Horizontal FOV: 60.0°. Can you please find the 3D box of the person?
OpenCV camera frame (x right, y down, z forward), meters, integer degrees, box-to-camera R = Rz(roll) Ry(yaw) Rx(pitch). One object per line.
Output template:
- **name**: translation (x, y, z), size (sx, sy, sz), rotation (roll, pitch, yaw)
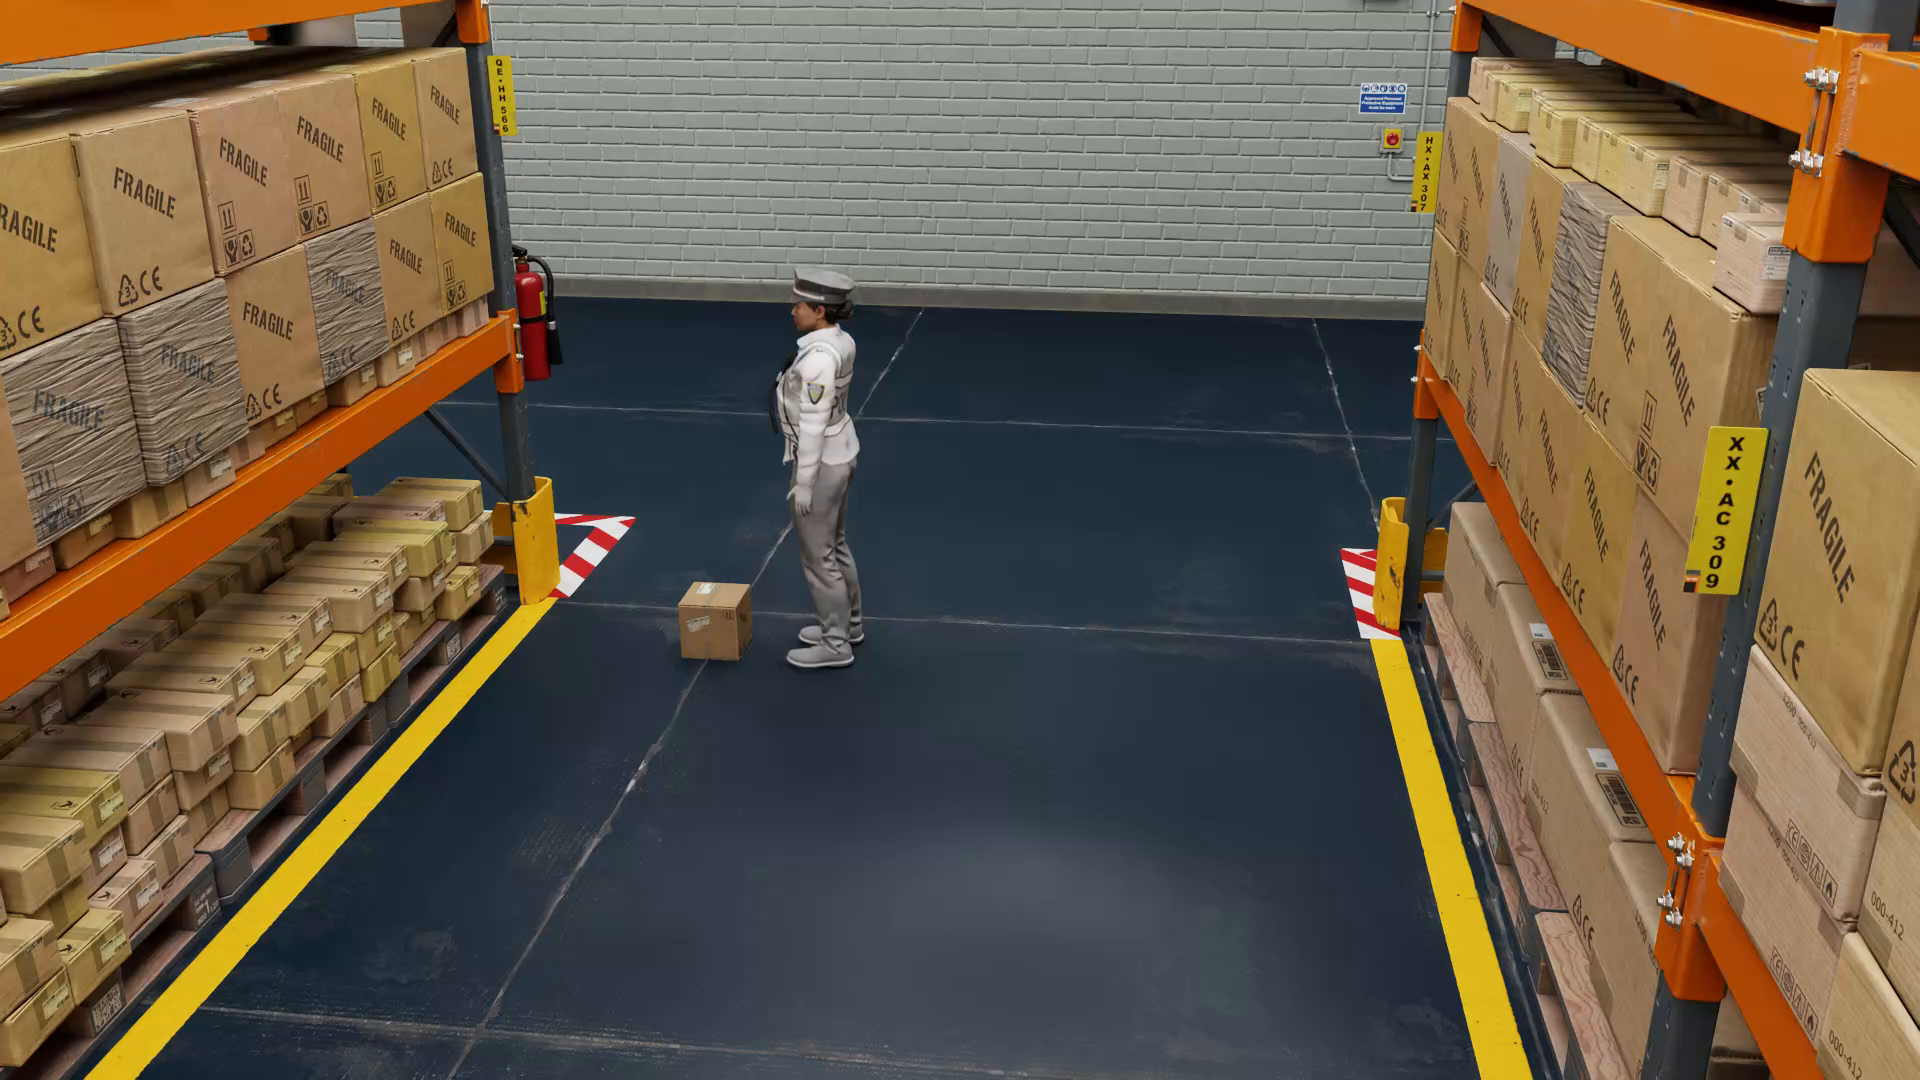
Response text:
- **person**: translation (-0.579, -0.291, 6.810), size (0.336, 1.679, 0.466), rotation (3, 22, 8)
